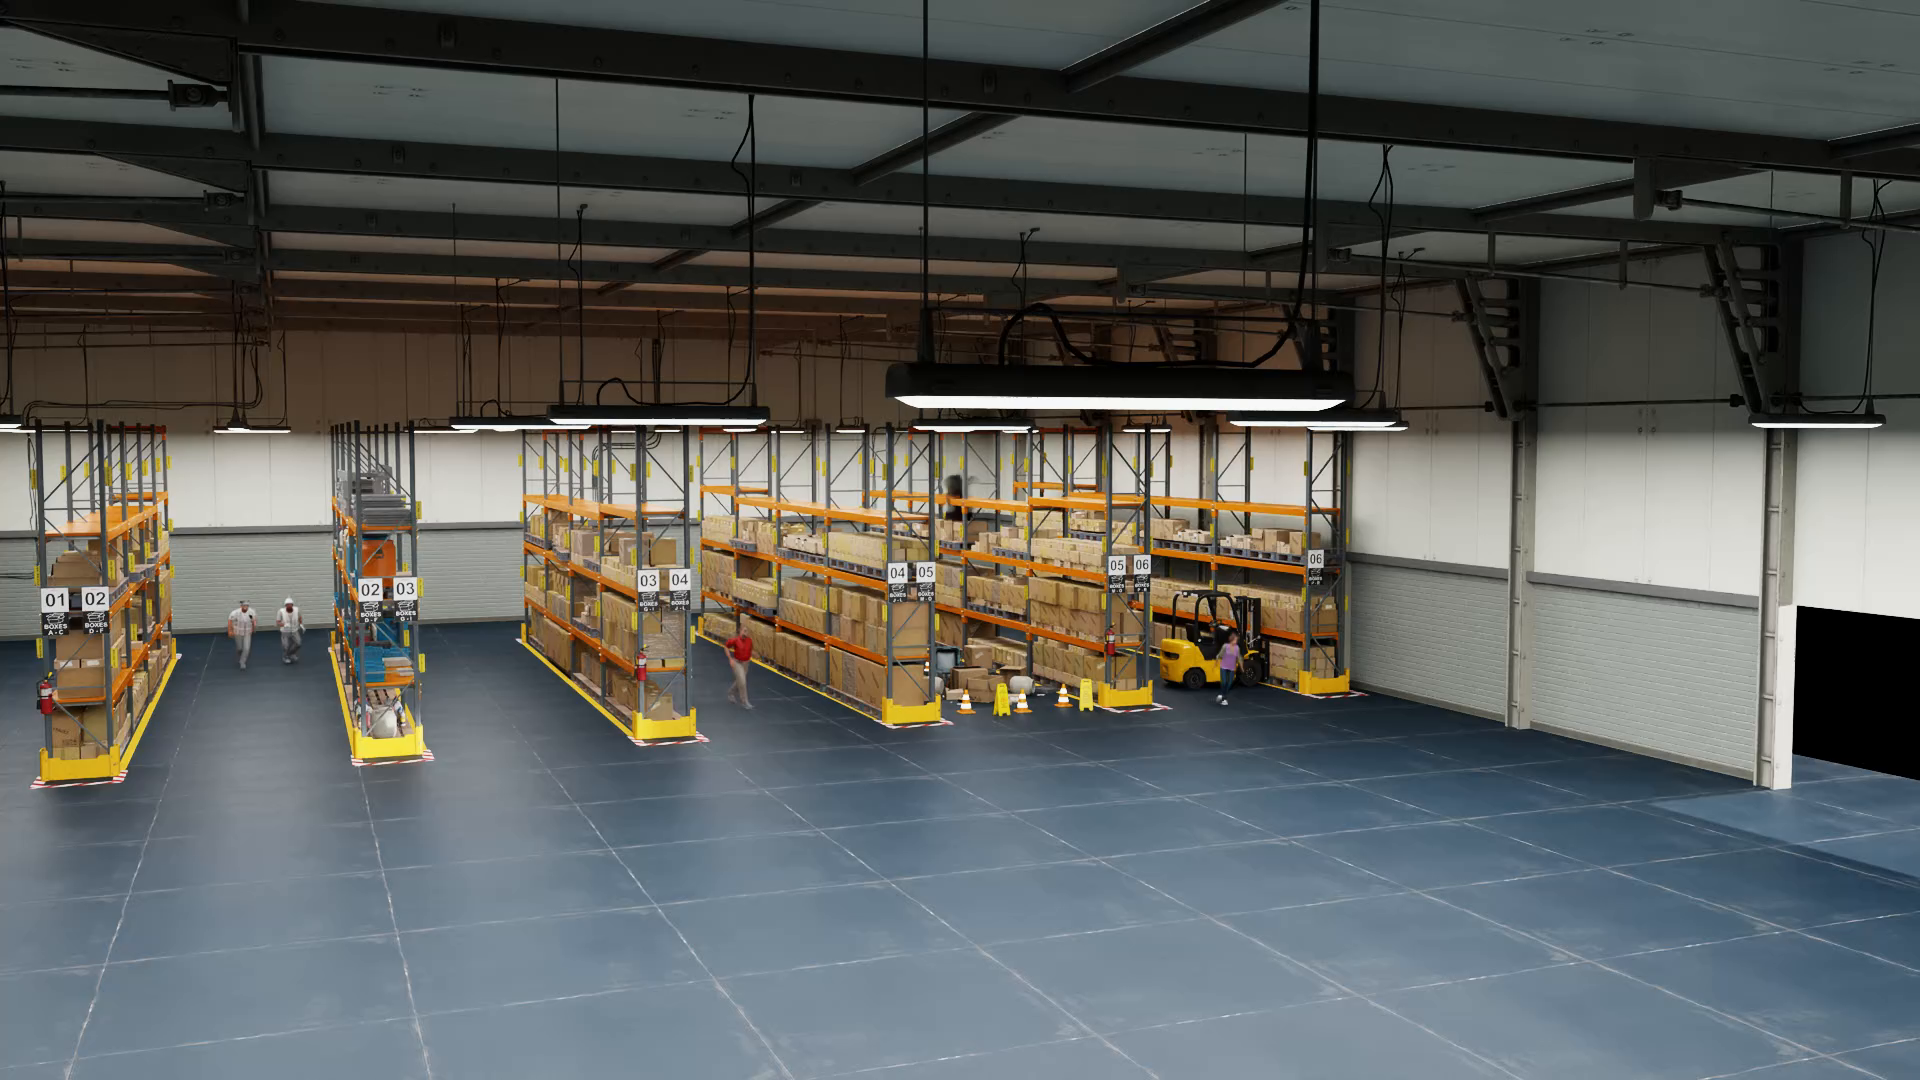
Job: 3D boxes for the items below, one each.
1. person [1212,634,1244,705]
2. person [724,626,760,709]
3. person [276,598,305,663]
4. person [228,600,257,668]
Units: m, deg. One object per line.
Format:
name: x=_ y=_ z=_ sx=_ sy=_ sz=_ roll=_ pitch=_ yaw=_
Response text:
person: x=5.707 y=2.747 z=35.273 sx=0.543 sy=1.549 sz=0.603 roll=-1 pitch=4 yaw=-15
person: x=-4.661 y=2.665 z=35.164 sx=0.971 sy=1.728 sz=0.629 roll=3 pitch=5 yaw=39
person: x=-16.765 y=2.284 z=41.664 sx=0.718 sy=1.674 sz=0.822 roll=-3 pitch=4 yaw=-36
person: x=-17.757 y=2.308 z=41.175 sx=0.665 sy=1.707 sz=0.667 roll=-3 pitch=4 yaw=-36
